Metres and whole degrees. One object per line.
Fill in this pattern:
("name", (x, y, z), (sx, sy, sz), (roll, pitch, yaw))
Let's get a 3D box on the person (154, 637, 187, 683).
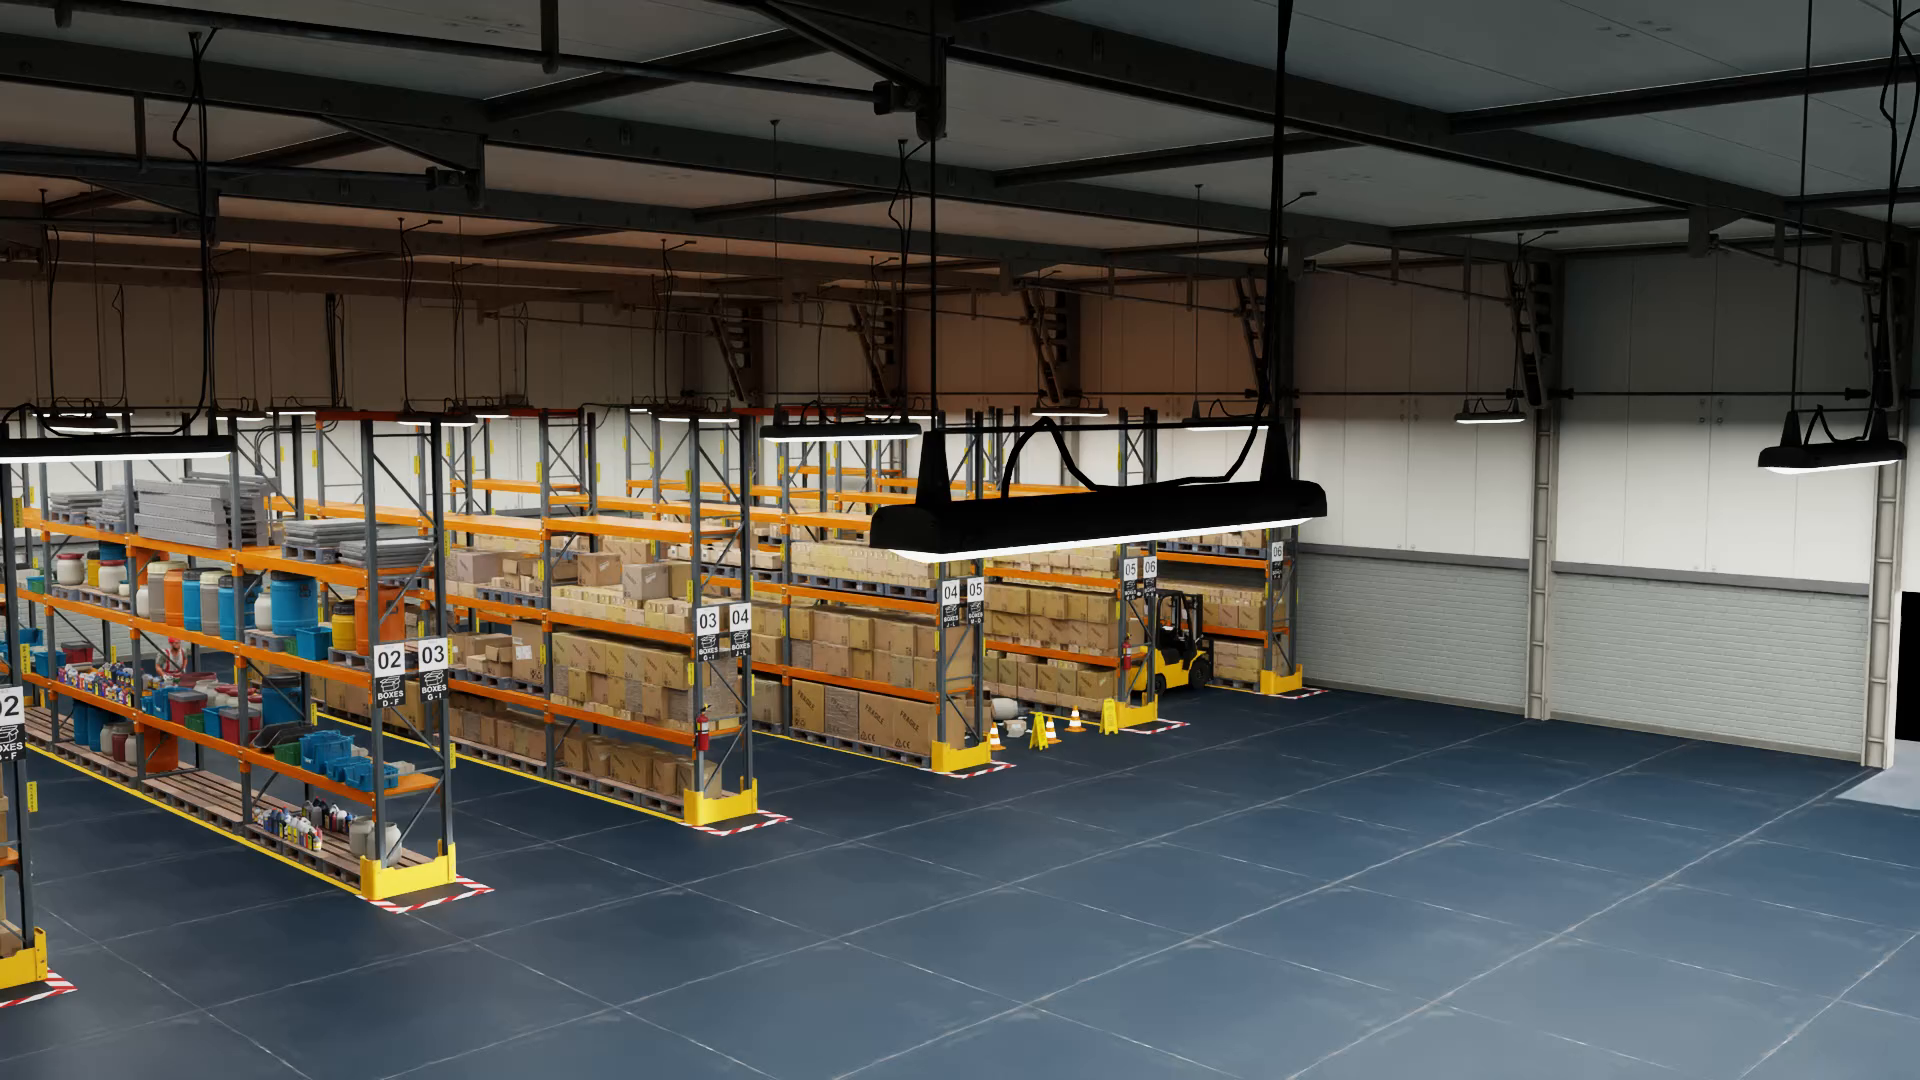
("person", (-15.201, 2.658, 32.064), (0.635, 1.685, 0.632), (-4, 6, -36))
